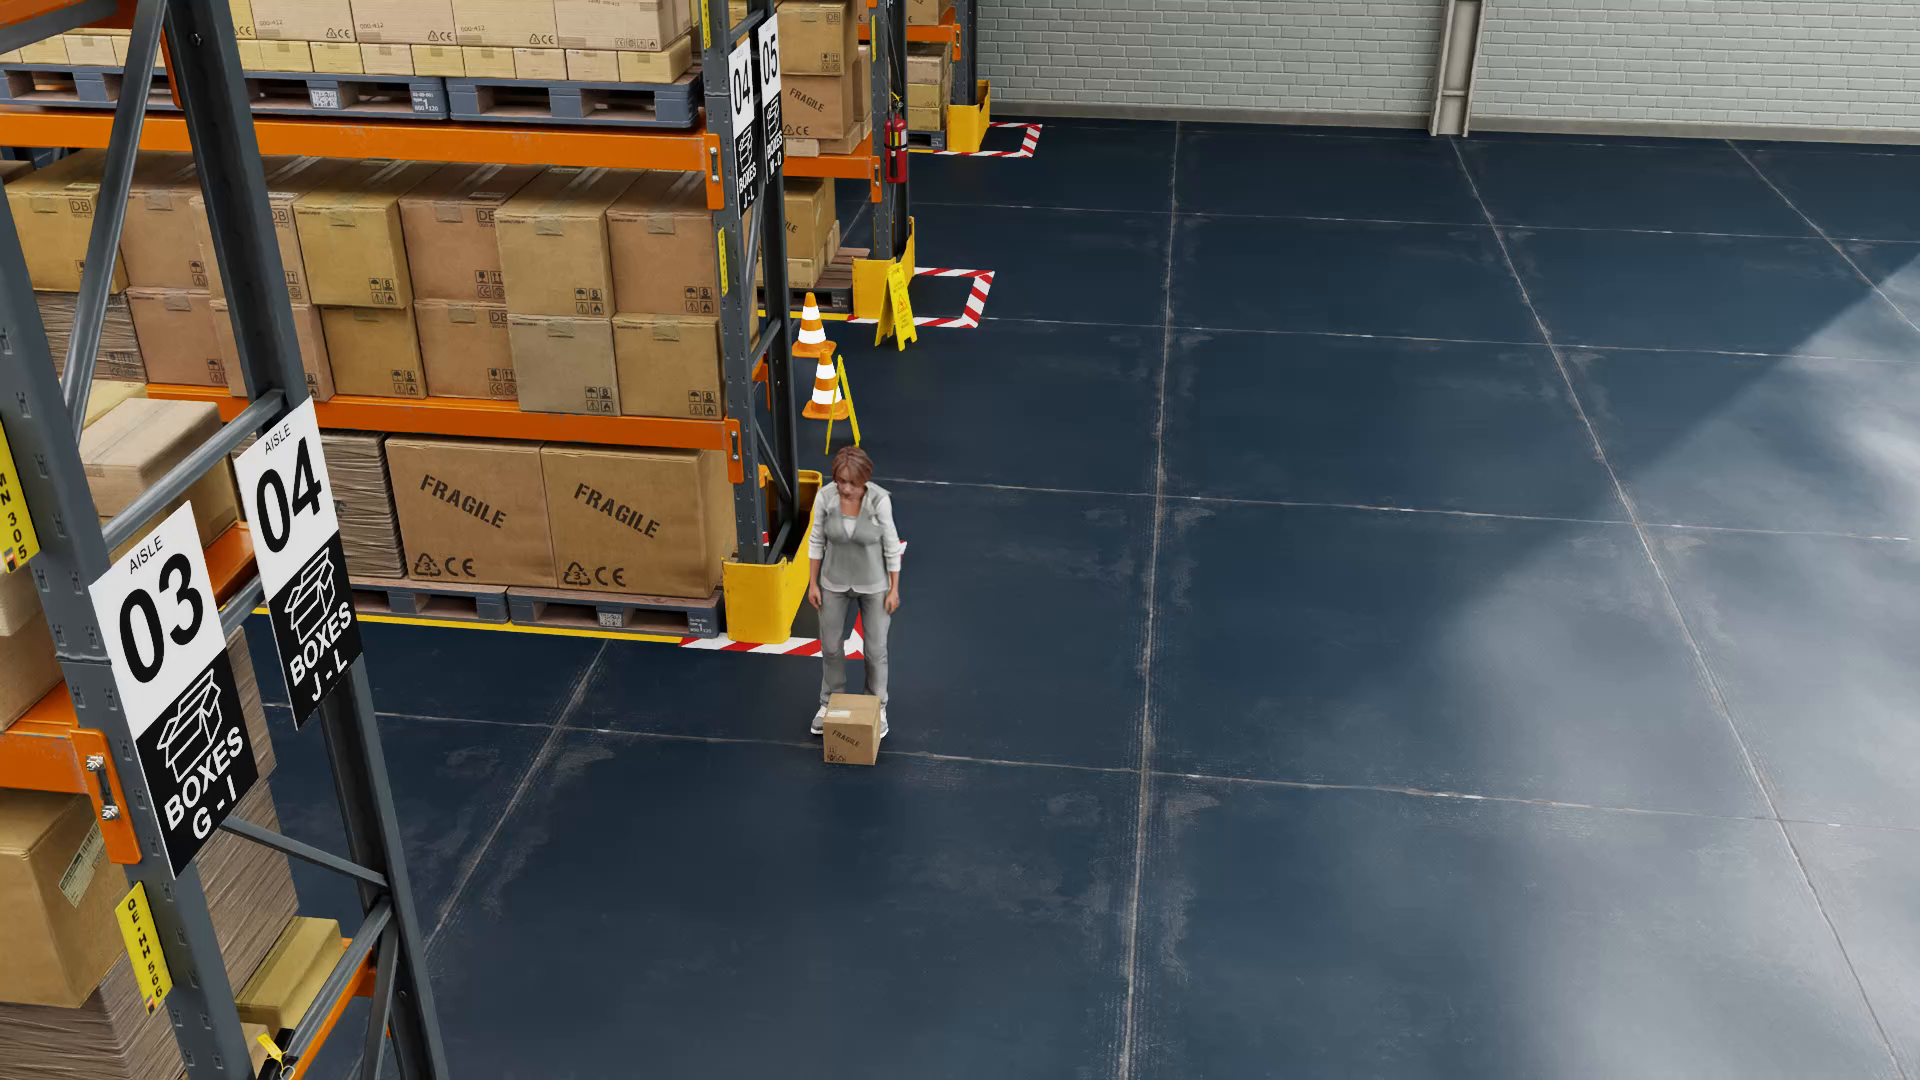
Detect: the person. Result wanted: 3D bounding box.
[{"bbox_3d":[-0.519,0.241,8.196,0.464,1.593,0.345,3,29,6],"label":"person"}]
